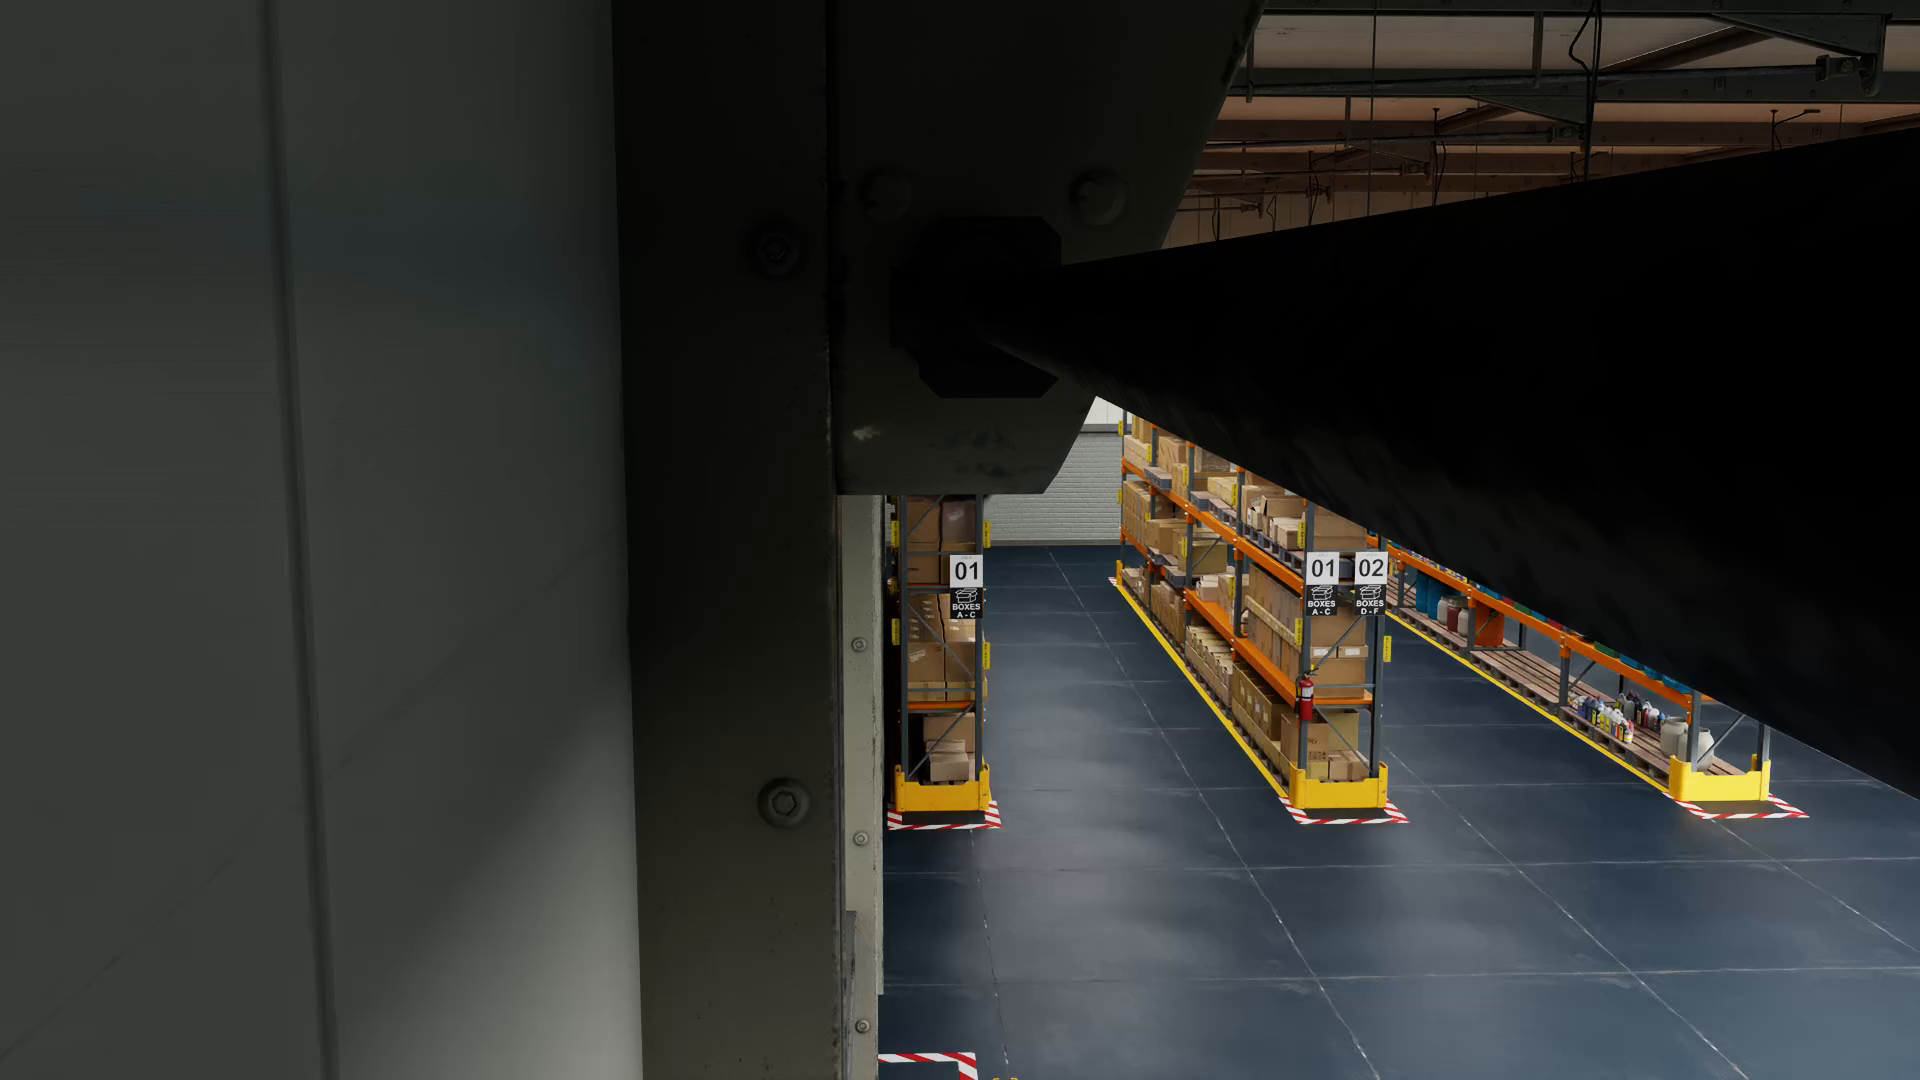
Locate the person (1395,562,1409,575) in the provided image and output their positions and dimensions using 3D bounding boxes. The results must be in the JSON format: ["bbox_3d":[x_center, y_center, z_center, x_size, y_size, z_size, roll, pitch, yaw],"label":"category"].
[{"bbox_3d":[10.061,0.025,37.426,0.524,1.611,0.634,3,9,21],"label":"person"}]
